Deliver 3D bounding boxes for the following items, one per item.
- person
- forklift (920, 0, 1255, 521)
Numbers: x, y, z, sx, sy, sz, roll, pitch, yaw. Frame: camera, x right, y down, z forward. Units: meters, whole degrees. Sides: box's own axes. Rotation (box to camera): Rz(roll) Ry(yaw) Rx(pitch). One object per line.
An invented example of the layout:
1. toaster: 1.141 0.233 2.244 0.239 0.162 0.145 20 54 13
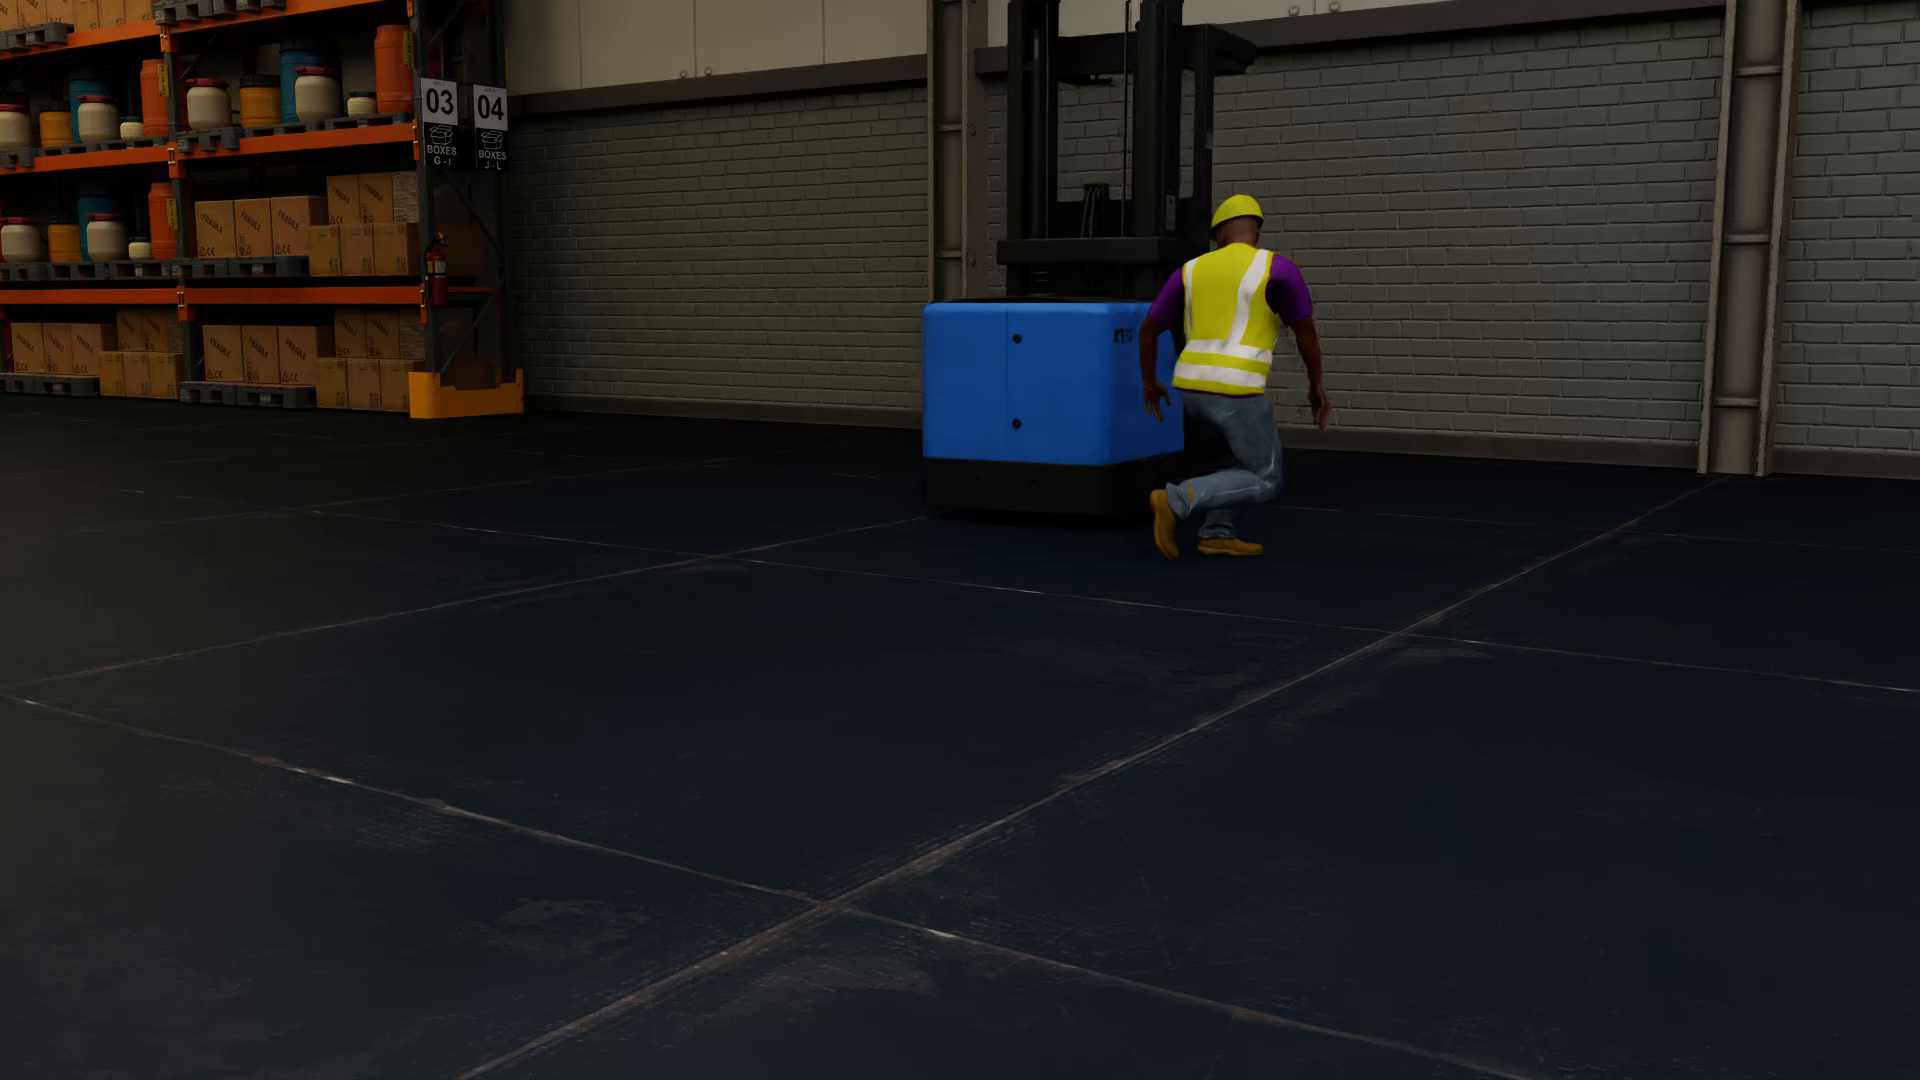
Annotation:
1. person: 1.070 -0.686 7.040 0.718 1.546 0.732 -5 9 -31
2. forklift: 0.948 -1.709 9.211 1.130 2.935 3.031 4 9 28
